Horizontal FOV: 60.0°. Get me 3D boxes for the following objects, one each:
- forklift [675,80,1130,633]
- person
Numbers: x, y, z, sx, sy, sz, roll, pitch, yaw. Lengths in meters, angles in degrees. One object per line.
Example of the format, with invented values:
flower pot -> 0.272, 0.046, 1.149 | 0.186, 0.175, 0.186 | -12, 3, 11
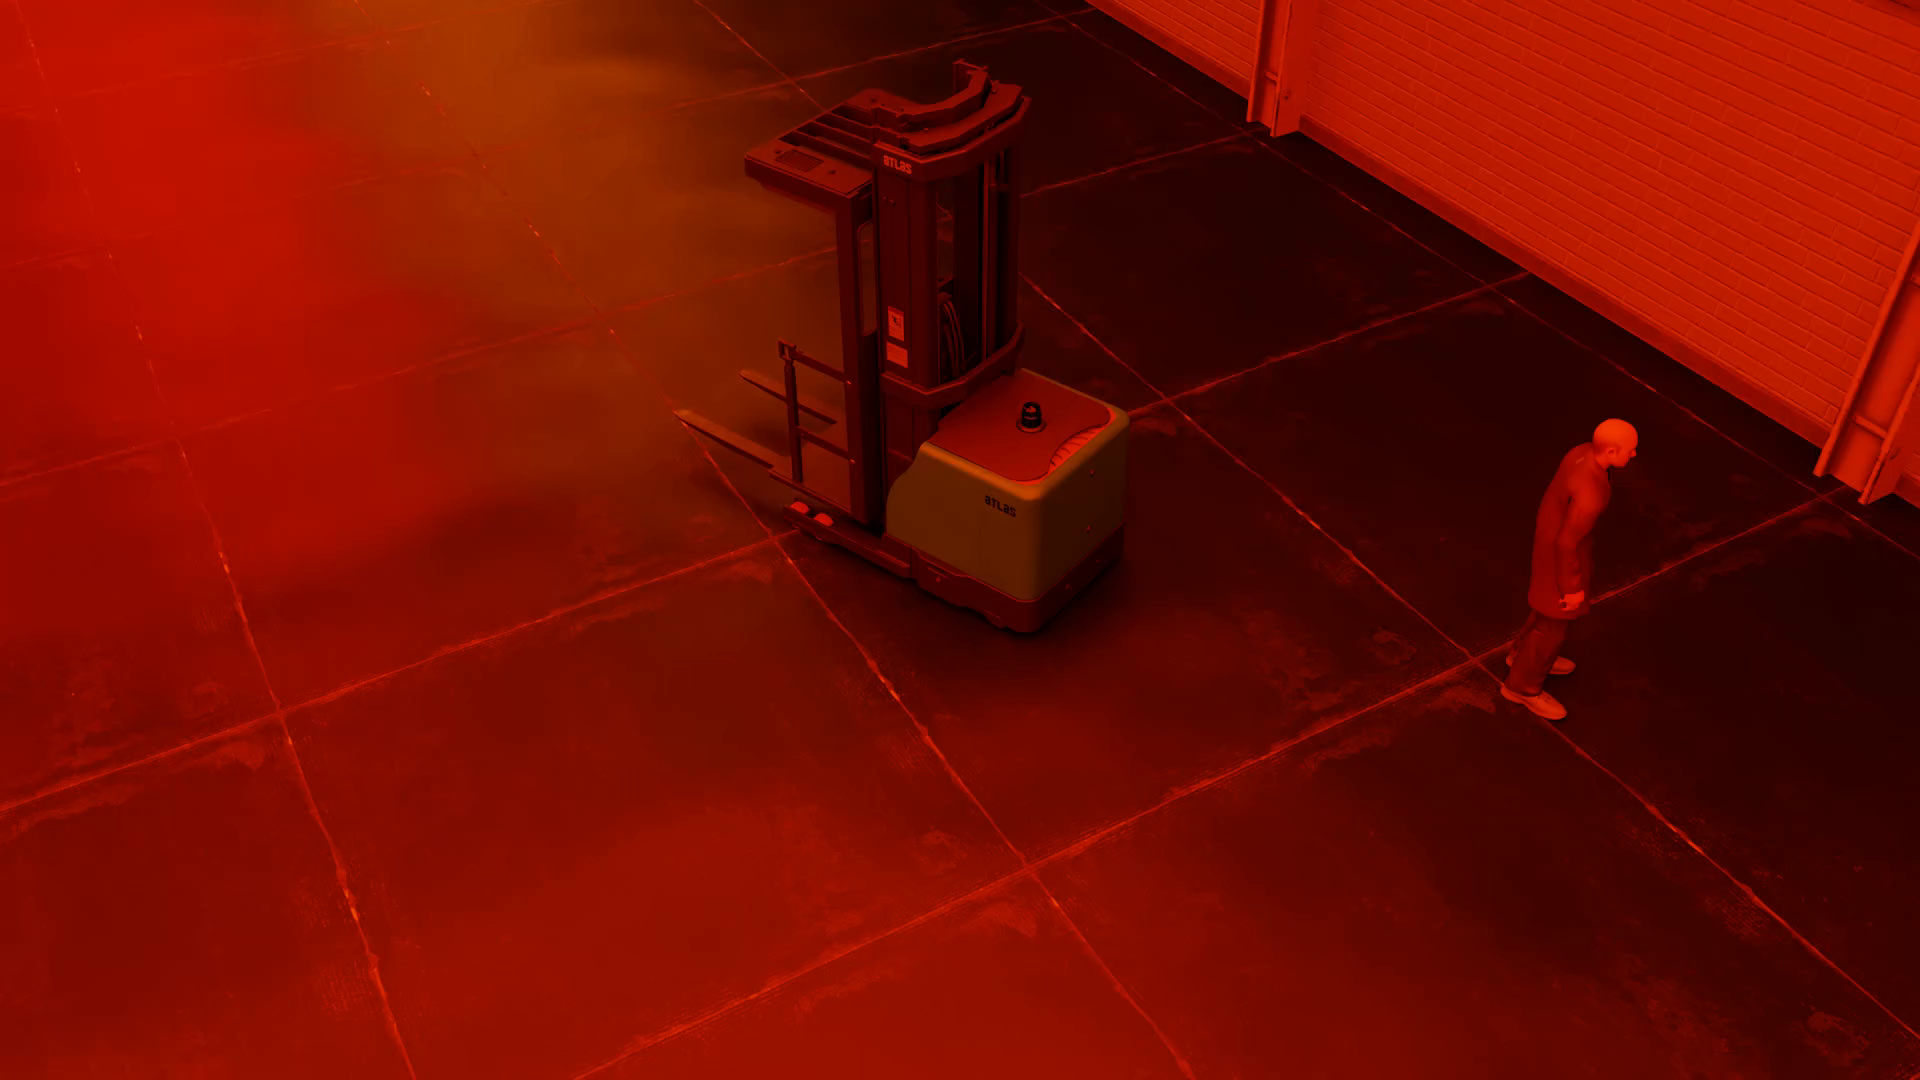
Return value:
forklift -> -0.482, -1.341, 9.703 | 3.031, 2.867, 1.129 | 26, 46, 28
person -> 3.251, 0.108, 8.812 | 0.385, 1.774, 0.610 | 13, 41, 15
